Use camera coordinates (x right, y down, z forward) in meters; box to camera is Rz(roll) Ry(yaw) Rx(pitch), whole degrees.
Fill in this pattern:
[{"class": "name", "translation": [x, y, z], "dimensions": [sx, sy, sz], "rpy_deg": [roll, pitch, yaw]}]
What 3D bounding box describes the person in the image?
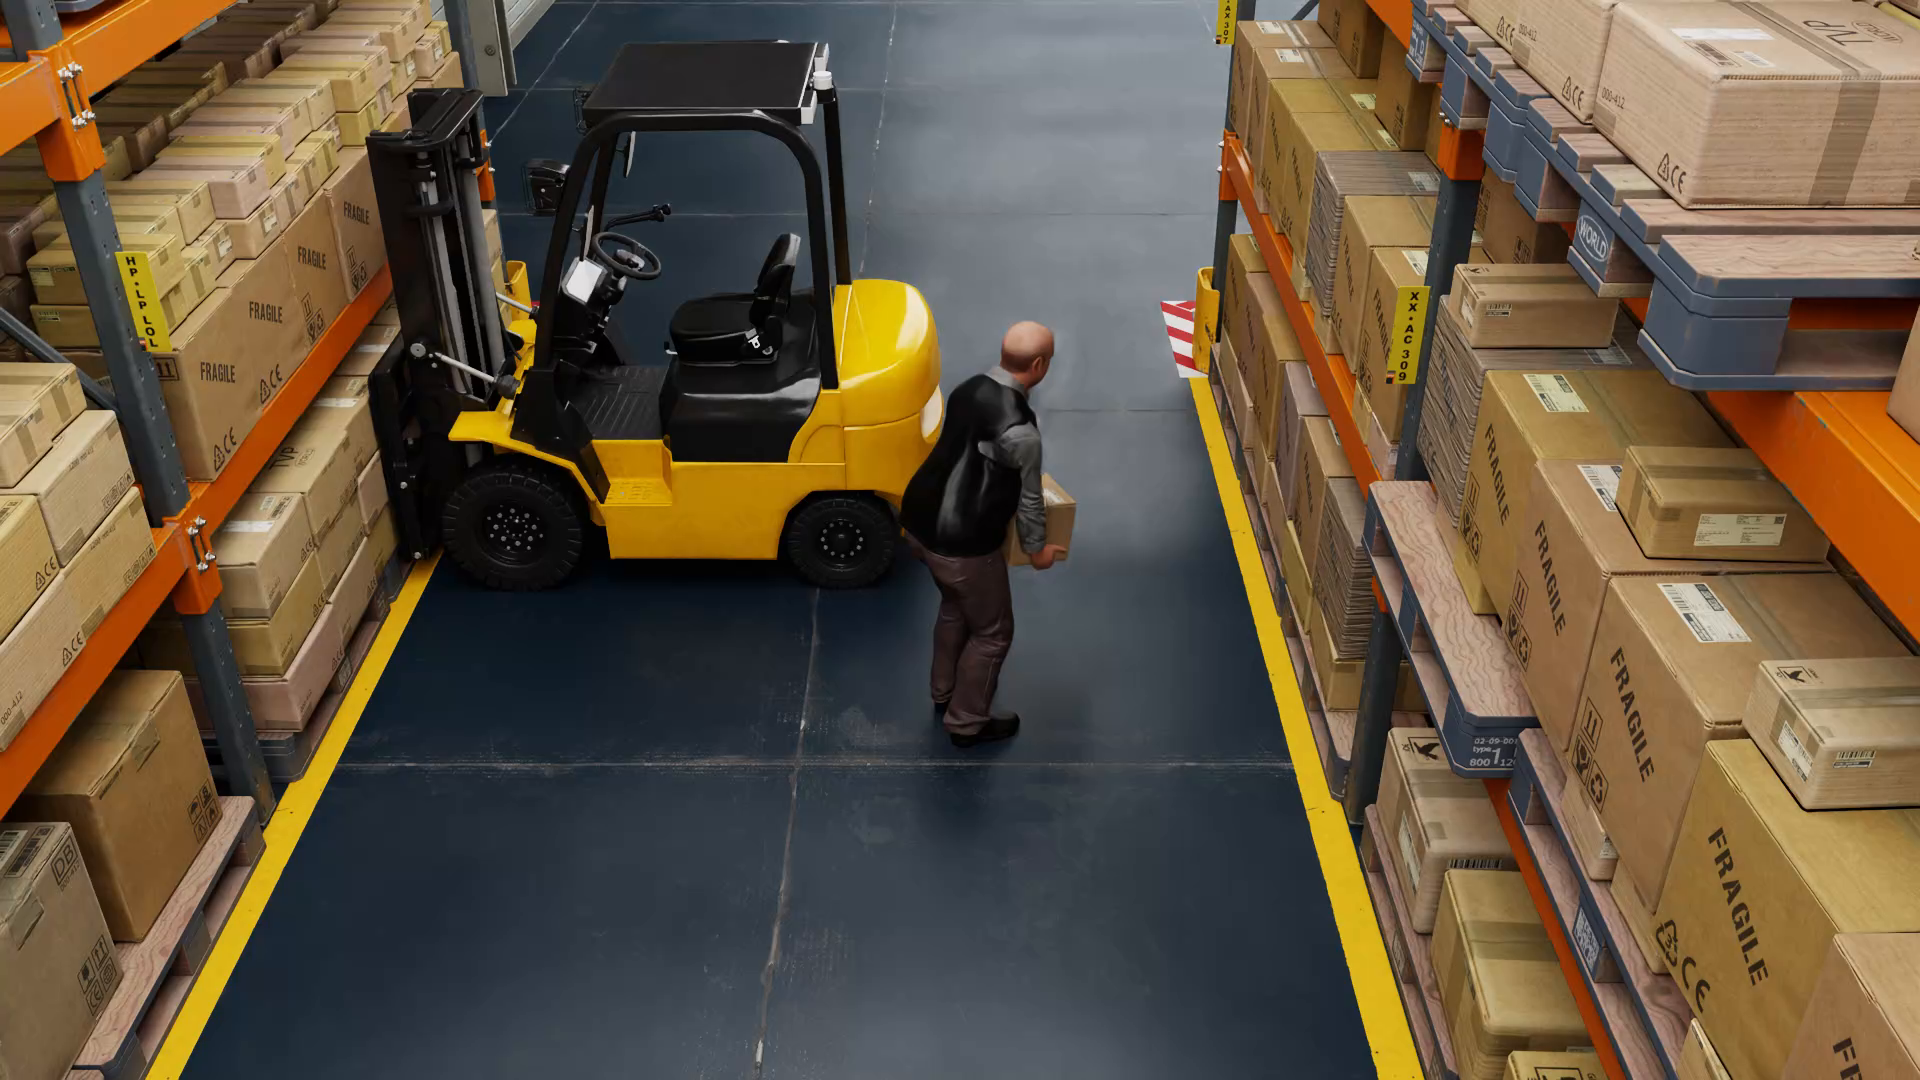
[{"class": "person", "translation": [0.085, -0.019, 6.271], "dimensions": [0.615, 1.644, 0.477], "rpy_deg": [-17, 35, -26]}]
